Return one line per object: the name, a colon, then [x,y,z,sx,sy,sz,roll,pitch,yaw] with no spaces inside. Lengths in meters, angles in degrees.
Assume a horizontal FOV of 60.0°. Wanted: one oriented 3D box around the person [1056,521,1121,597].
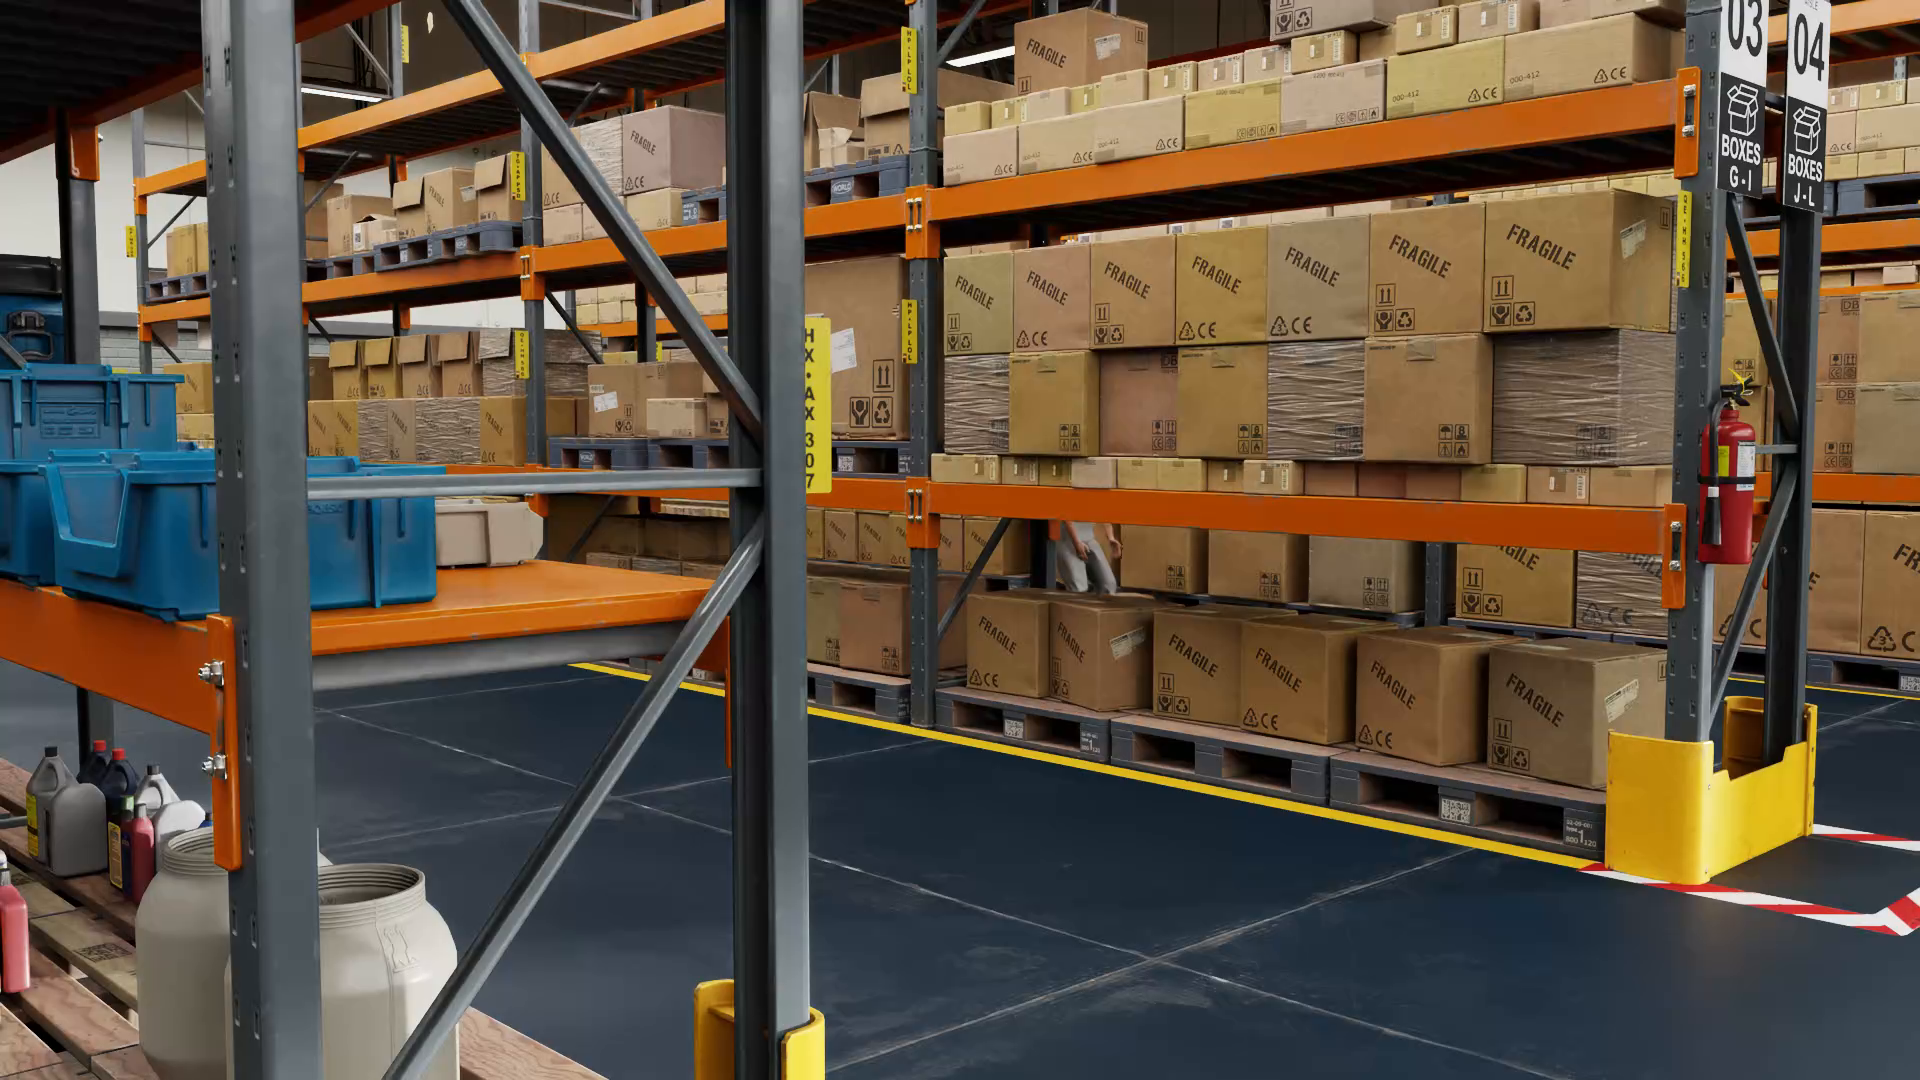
person: [0.864,0.018,11.550,0.475,1.573,0.467,-4,5,-43]
